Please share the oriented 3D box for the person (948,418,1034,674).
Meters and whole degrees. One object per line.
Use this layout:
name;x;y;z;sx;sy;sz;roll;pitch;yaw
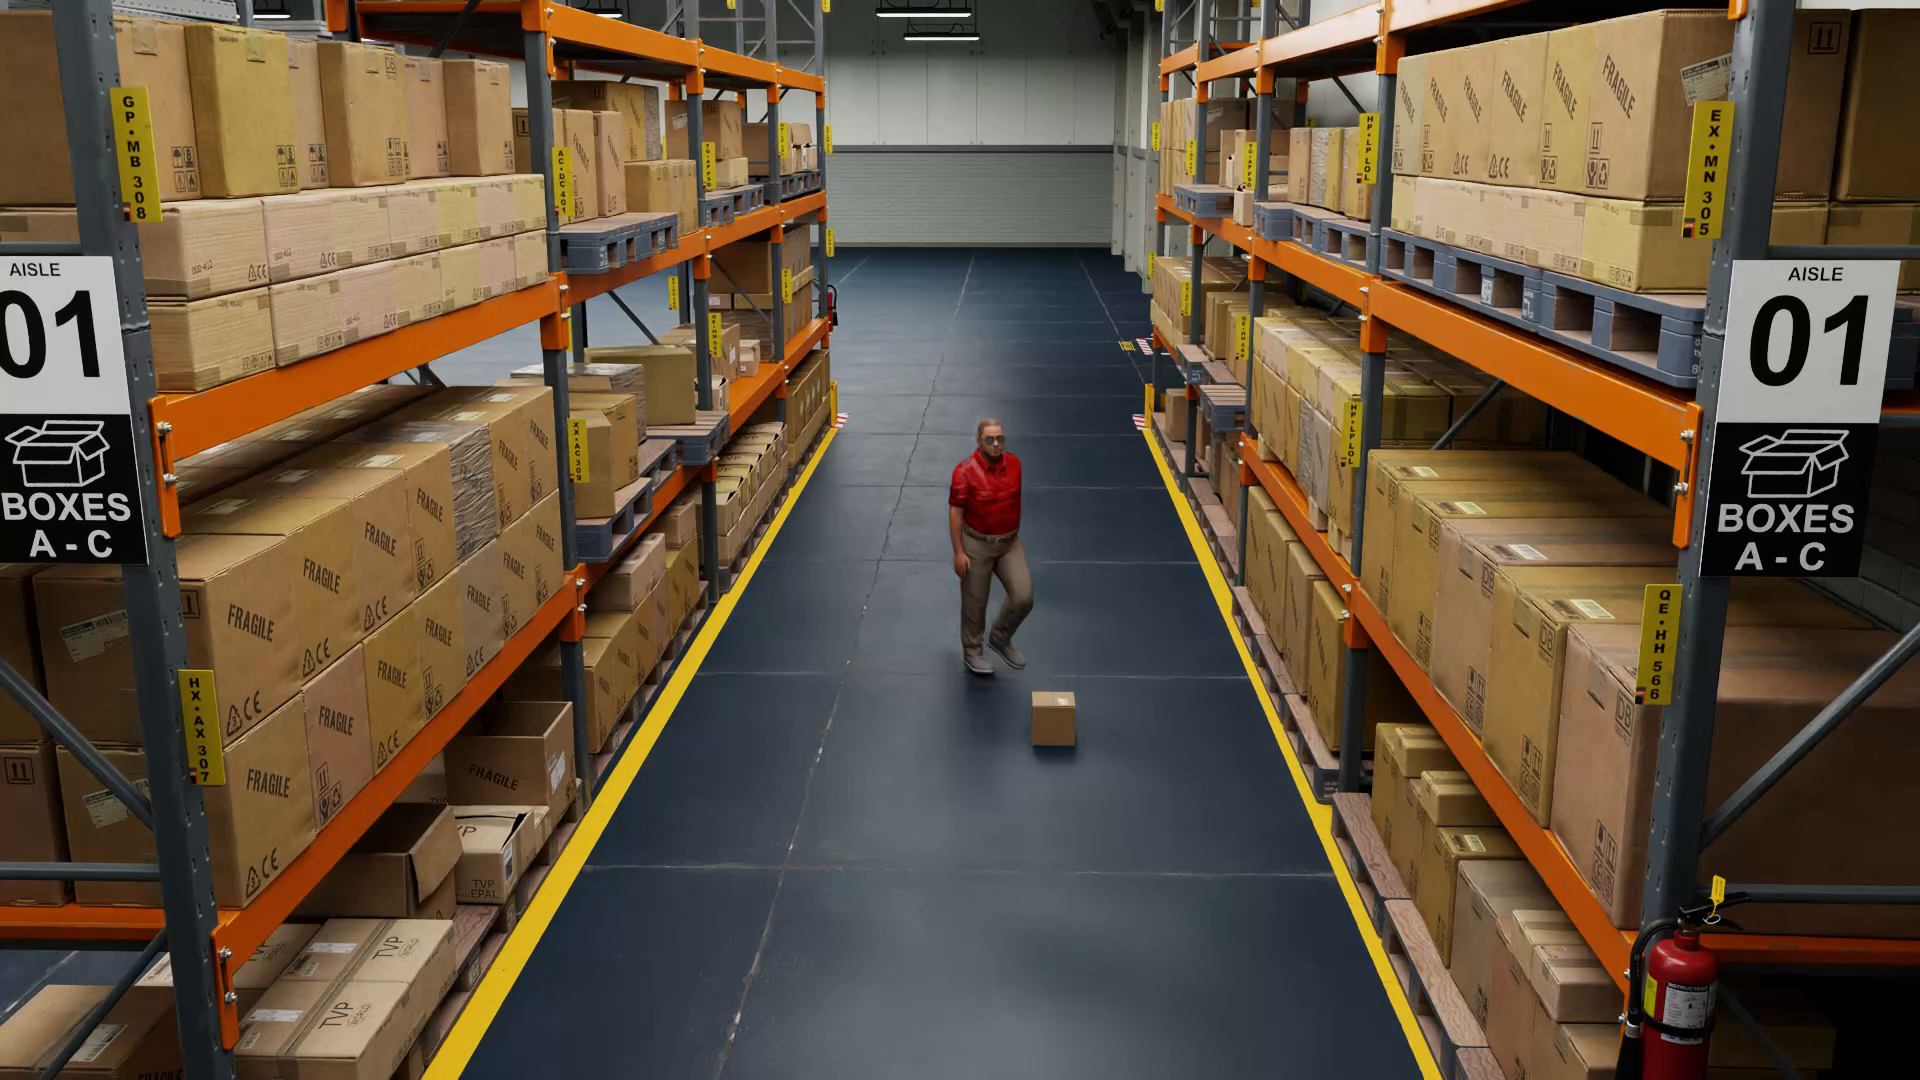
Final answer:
person;0.180;0.044;10.787;0.571;1.710;0.508;-7;16;-27
